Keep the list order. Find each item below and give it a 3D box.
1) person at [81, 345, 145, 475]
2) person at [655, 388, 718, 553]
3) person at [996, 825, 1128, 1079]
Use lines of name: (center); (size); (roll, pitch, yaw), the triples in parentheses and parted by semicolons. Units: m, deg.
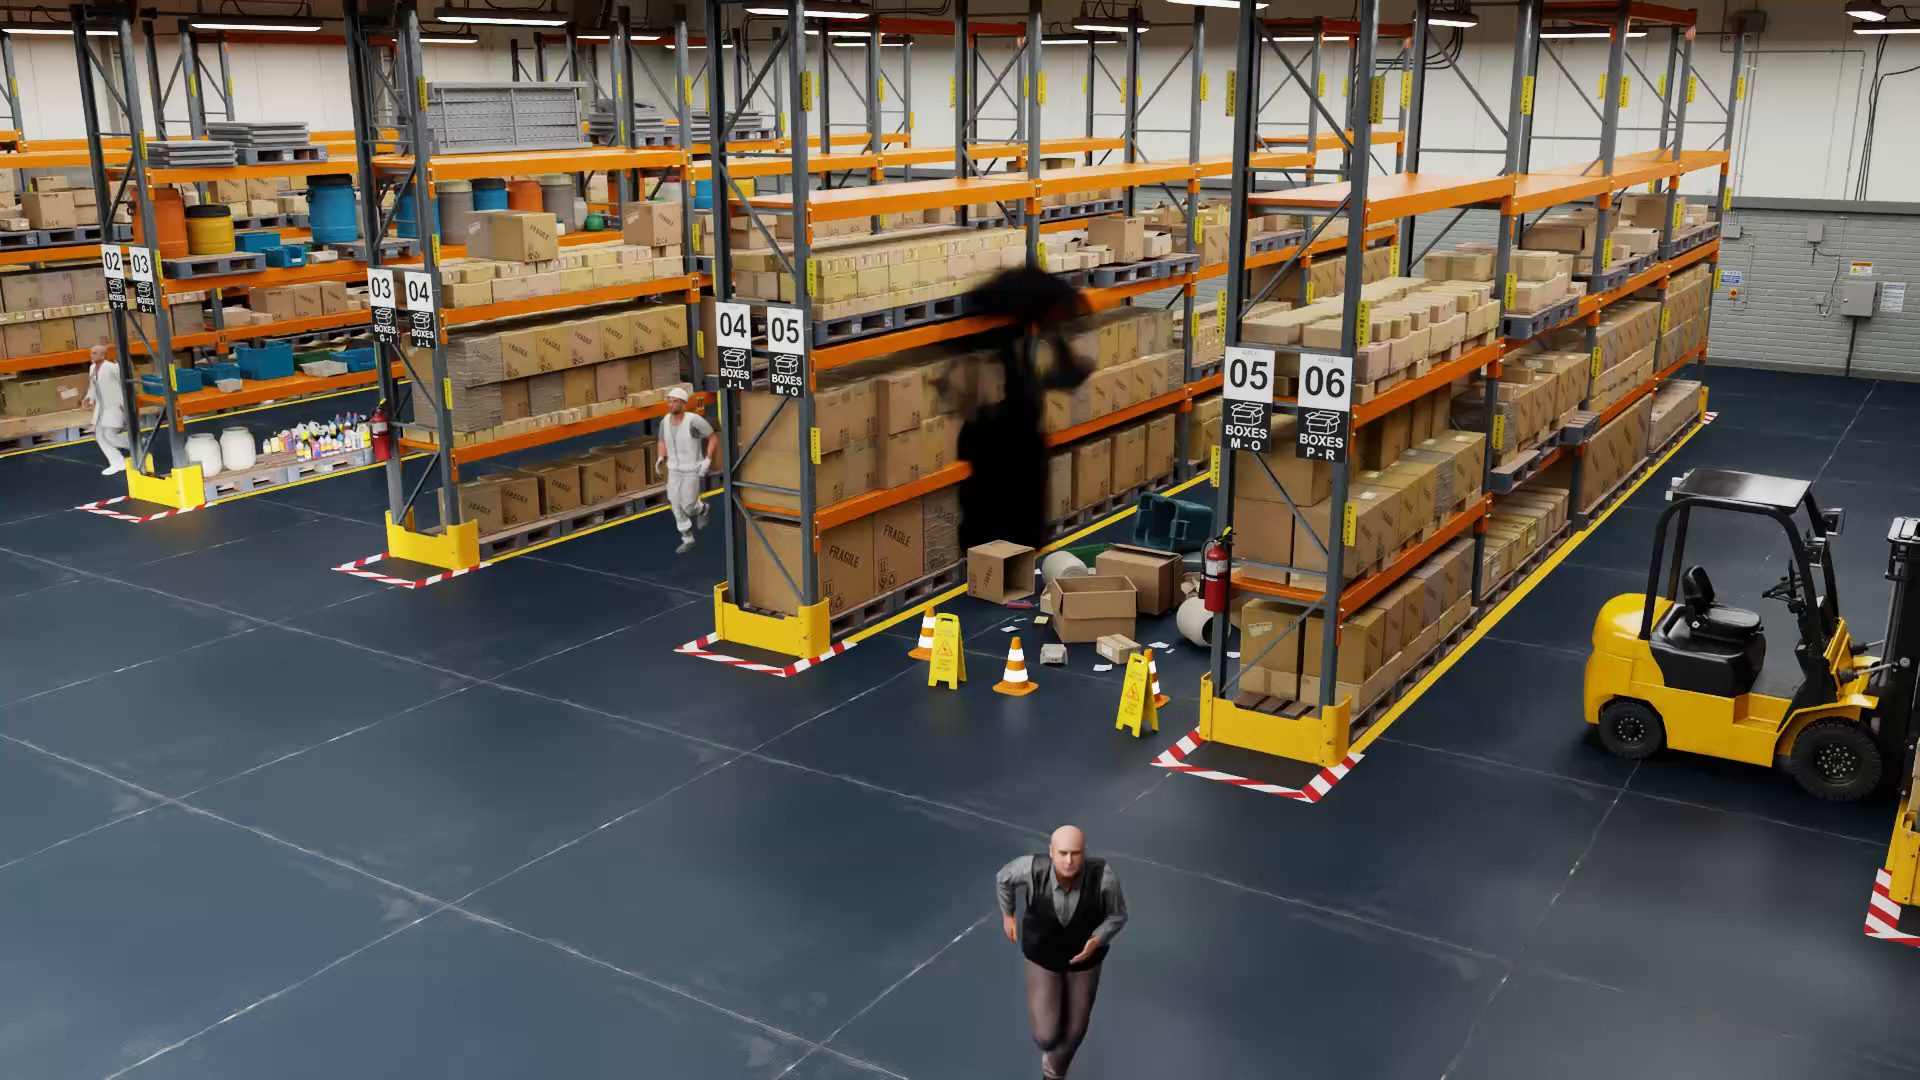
person: (-11.370, -1.767, 22.328); (0.707, 1.741, 0.708); (6, 17, 22)
person: (-2.884, -0.743, 17.556); (0.670, 1.762, 0.677); (6, 17, 21)
person: (0.514, 2.158, 8.444); (0.648, 1.650, 0.721); (-1, 16, -2)
